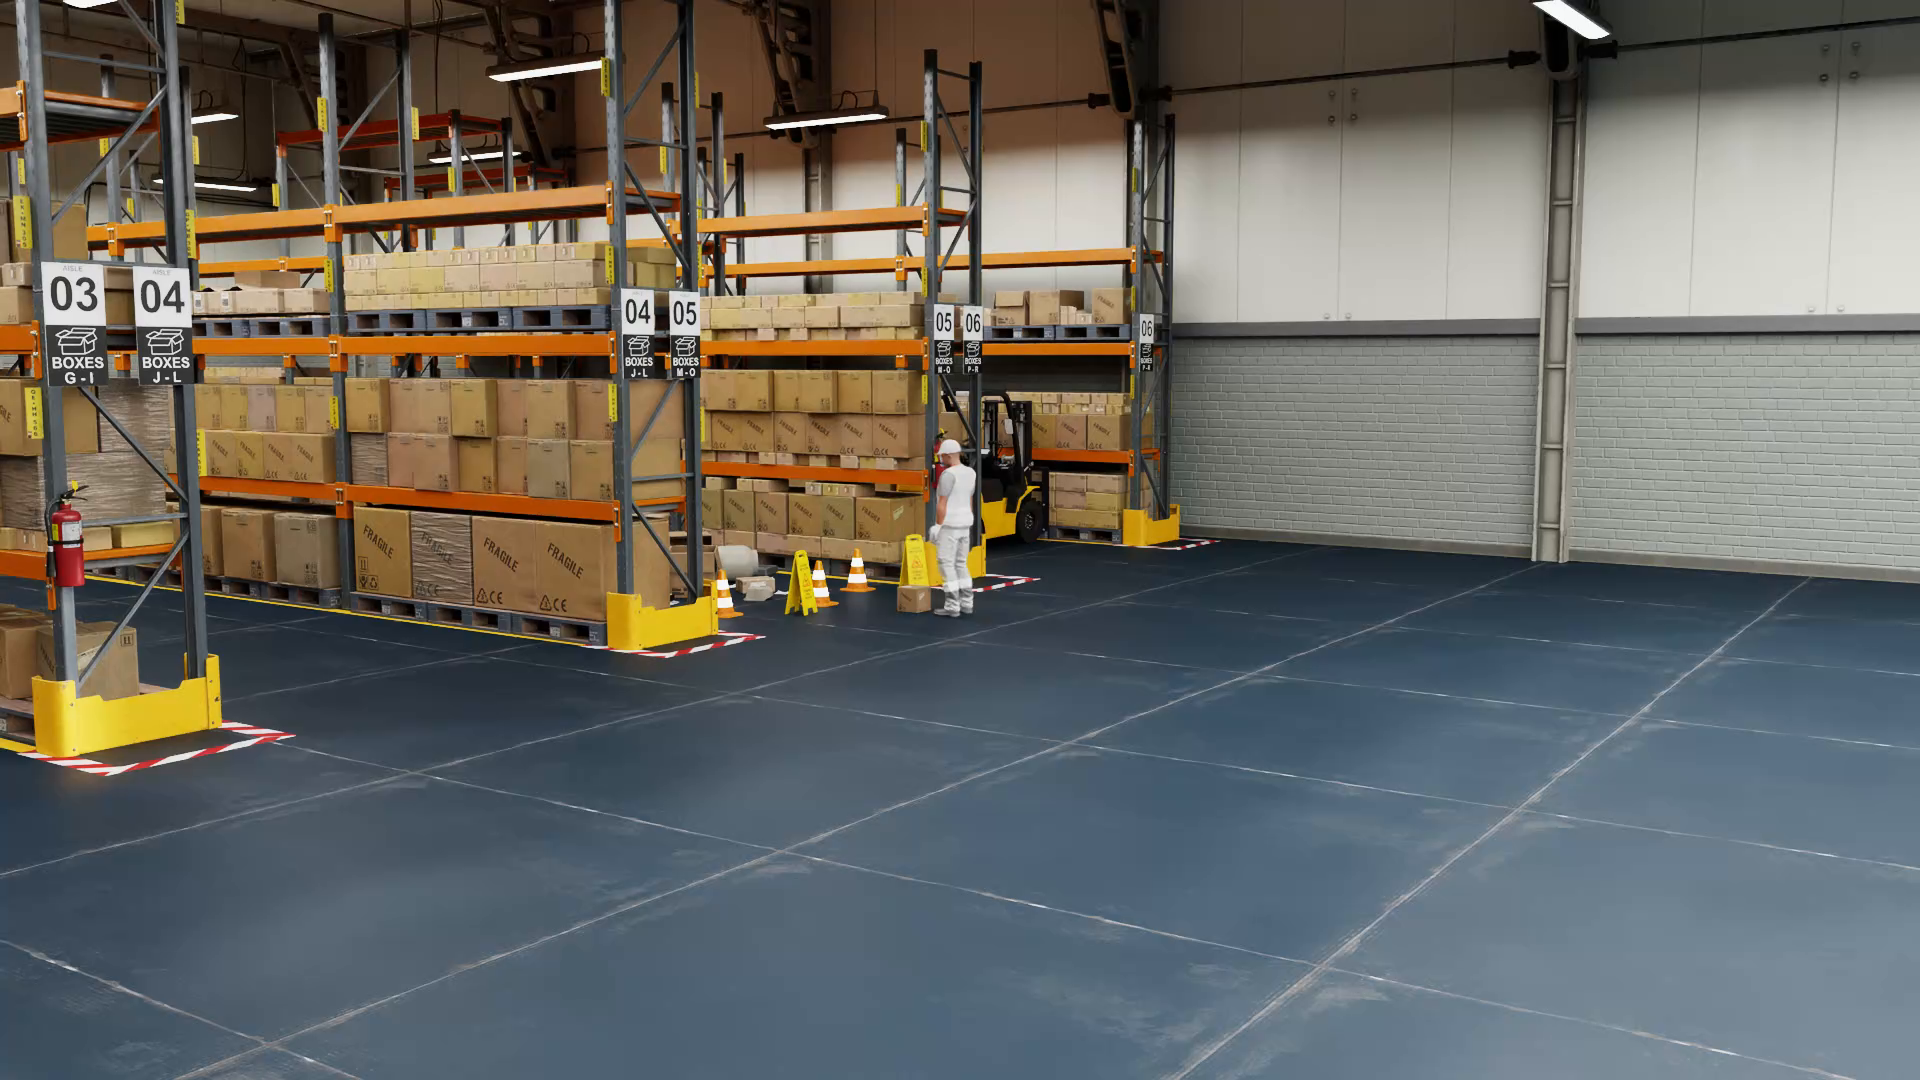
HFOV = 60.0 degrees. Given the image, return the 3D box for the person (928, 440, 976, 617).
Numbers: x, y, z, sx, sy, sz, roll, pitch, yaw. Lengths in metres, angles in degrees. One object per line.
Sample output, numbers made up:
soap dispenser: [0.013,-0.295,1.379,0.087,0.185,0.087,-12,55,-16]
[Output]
person: [-0.076,-0.123,16.795,0.364,1.774,0.529,4,8,35]
